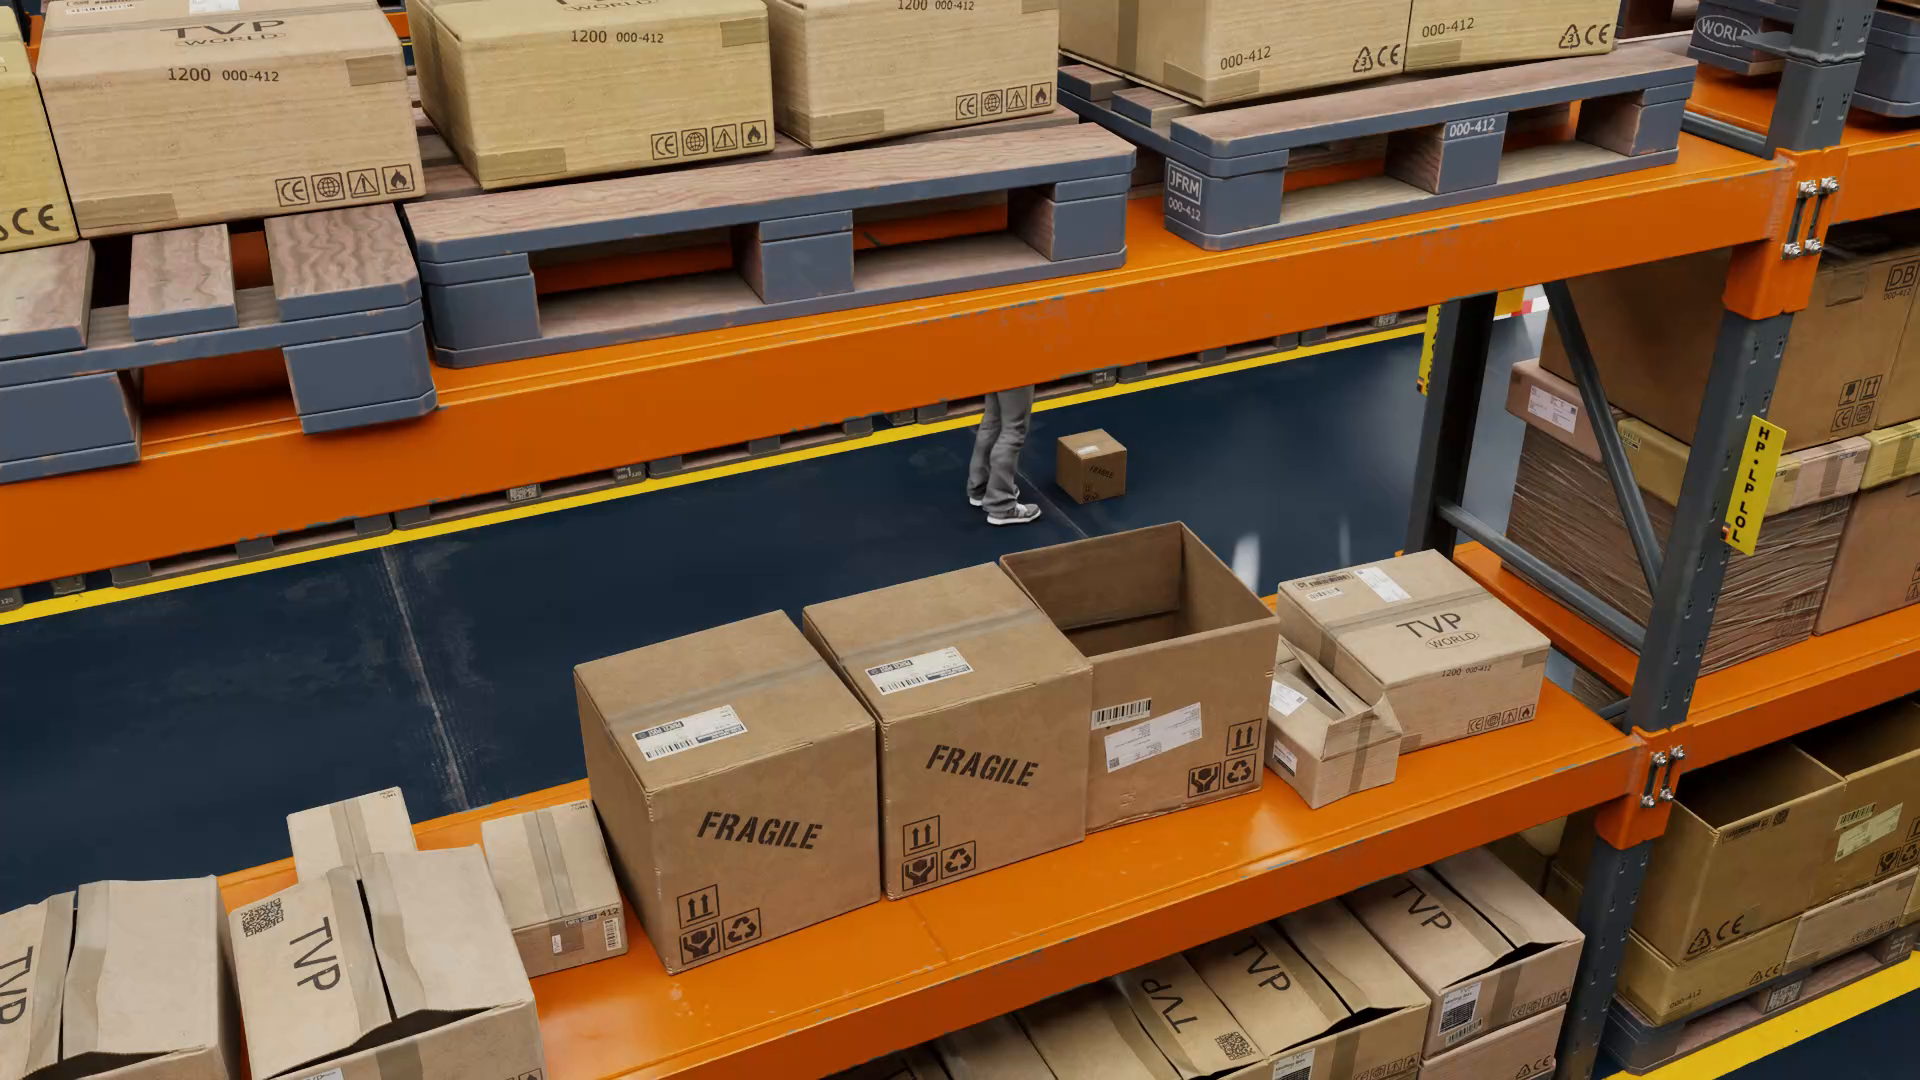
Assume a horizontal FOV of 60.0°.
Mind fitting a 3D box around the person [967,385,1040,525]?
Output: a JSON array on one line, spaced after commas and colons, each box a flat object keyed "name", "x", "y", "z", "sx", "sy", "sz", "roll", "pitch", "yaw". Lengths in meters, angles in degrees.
[{"name": "person", "x": 0.198, "y": -0.844, "z": 7.614, "sx": 0.307, "sy": 1.596, "sz": 0.406, "roll": -12, "pitch": 32, "yaw": -21}]
